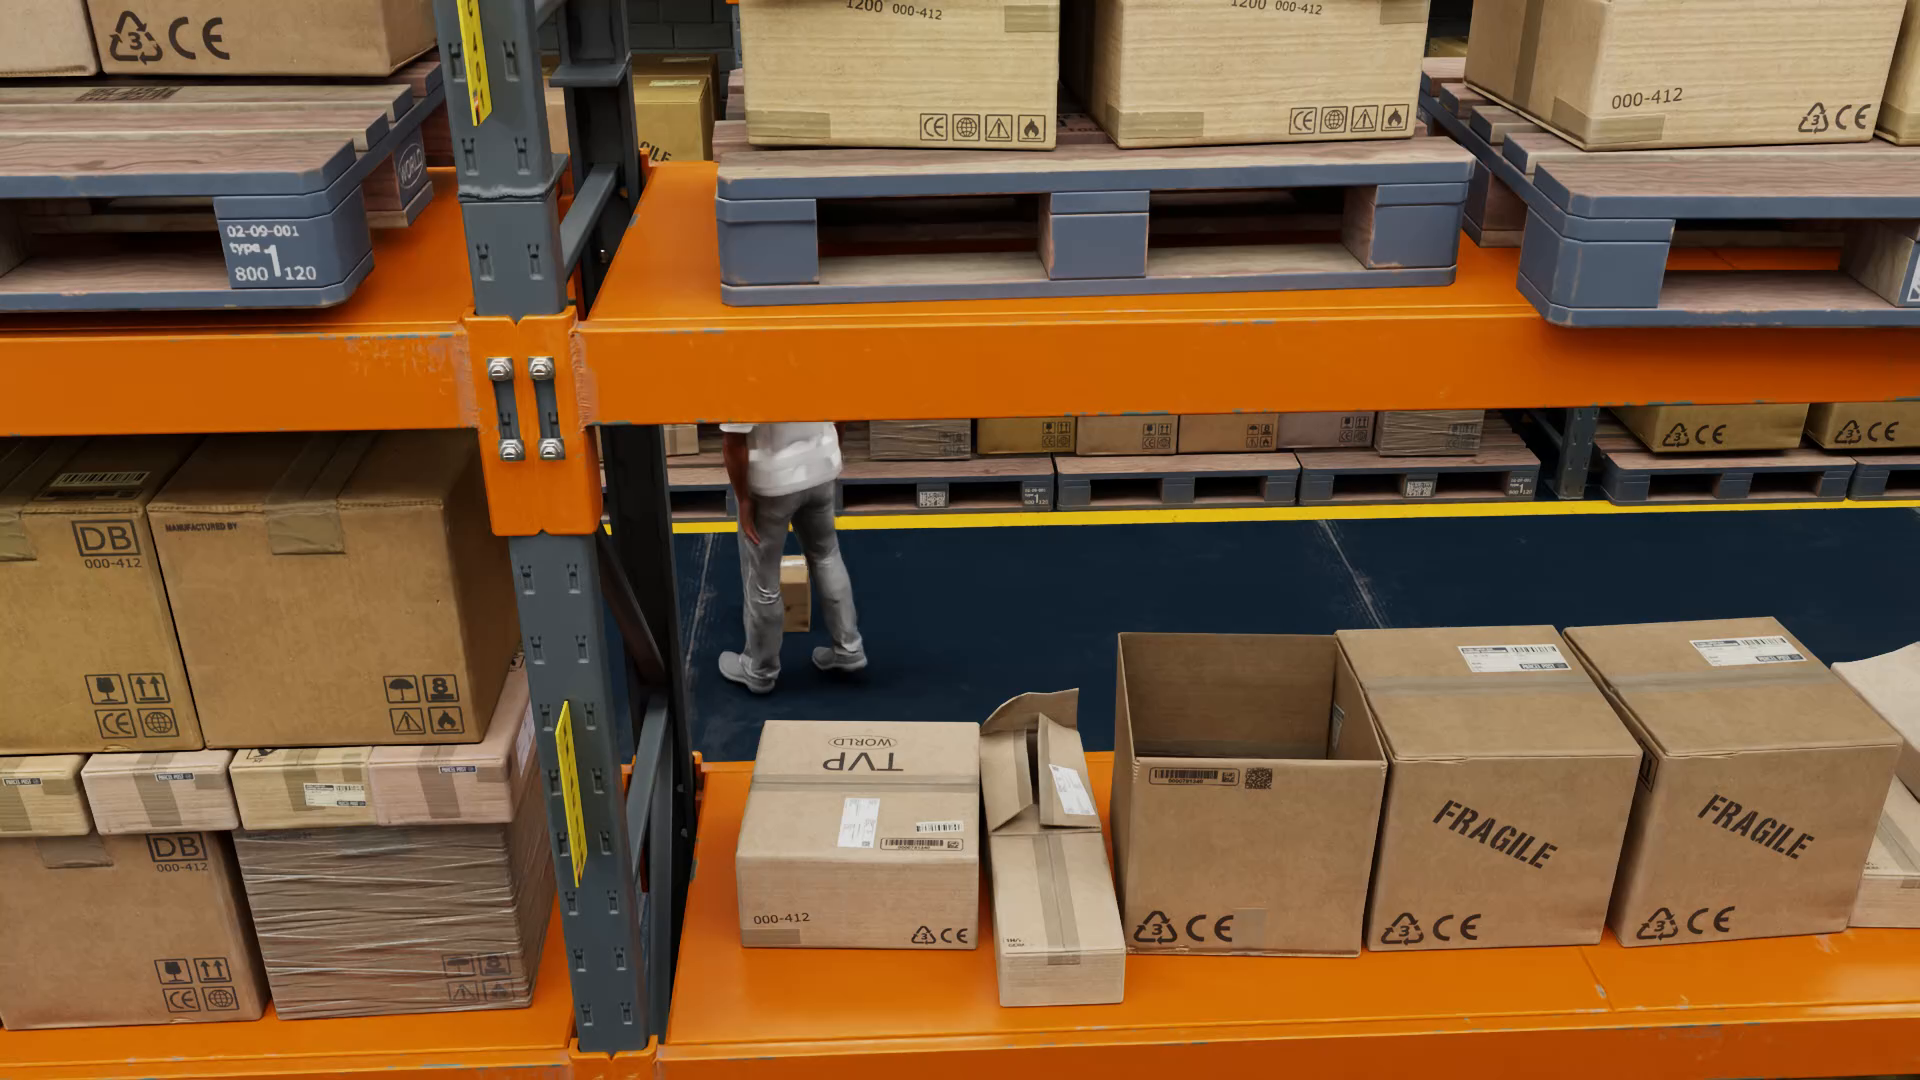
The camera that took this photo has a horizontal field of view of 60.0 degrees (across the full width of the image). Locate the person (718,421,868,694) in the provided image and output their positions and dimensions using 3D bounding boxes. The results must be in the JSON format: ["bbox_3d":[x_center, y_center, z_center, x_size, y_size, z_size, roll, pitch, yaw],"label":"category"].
[{"bbox_3d":[-0.684,-0.233,6.479,0.557,1.769,0.461,-17,32,-30],"label":"person"}]
